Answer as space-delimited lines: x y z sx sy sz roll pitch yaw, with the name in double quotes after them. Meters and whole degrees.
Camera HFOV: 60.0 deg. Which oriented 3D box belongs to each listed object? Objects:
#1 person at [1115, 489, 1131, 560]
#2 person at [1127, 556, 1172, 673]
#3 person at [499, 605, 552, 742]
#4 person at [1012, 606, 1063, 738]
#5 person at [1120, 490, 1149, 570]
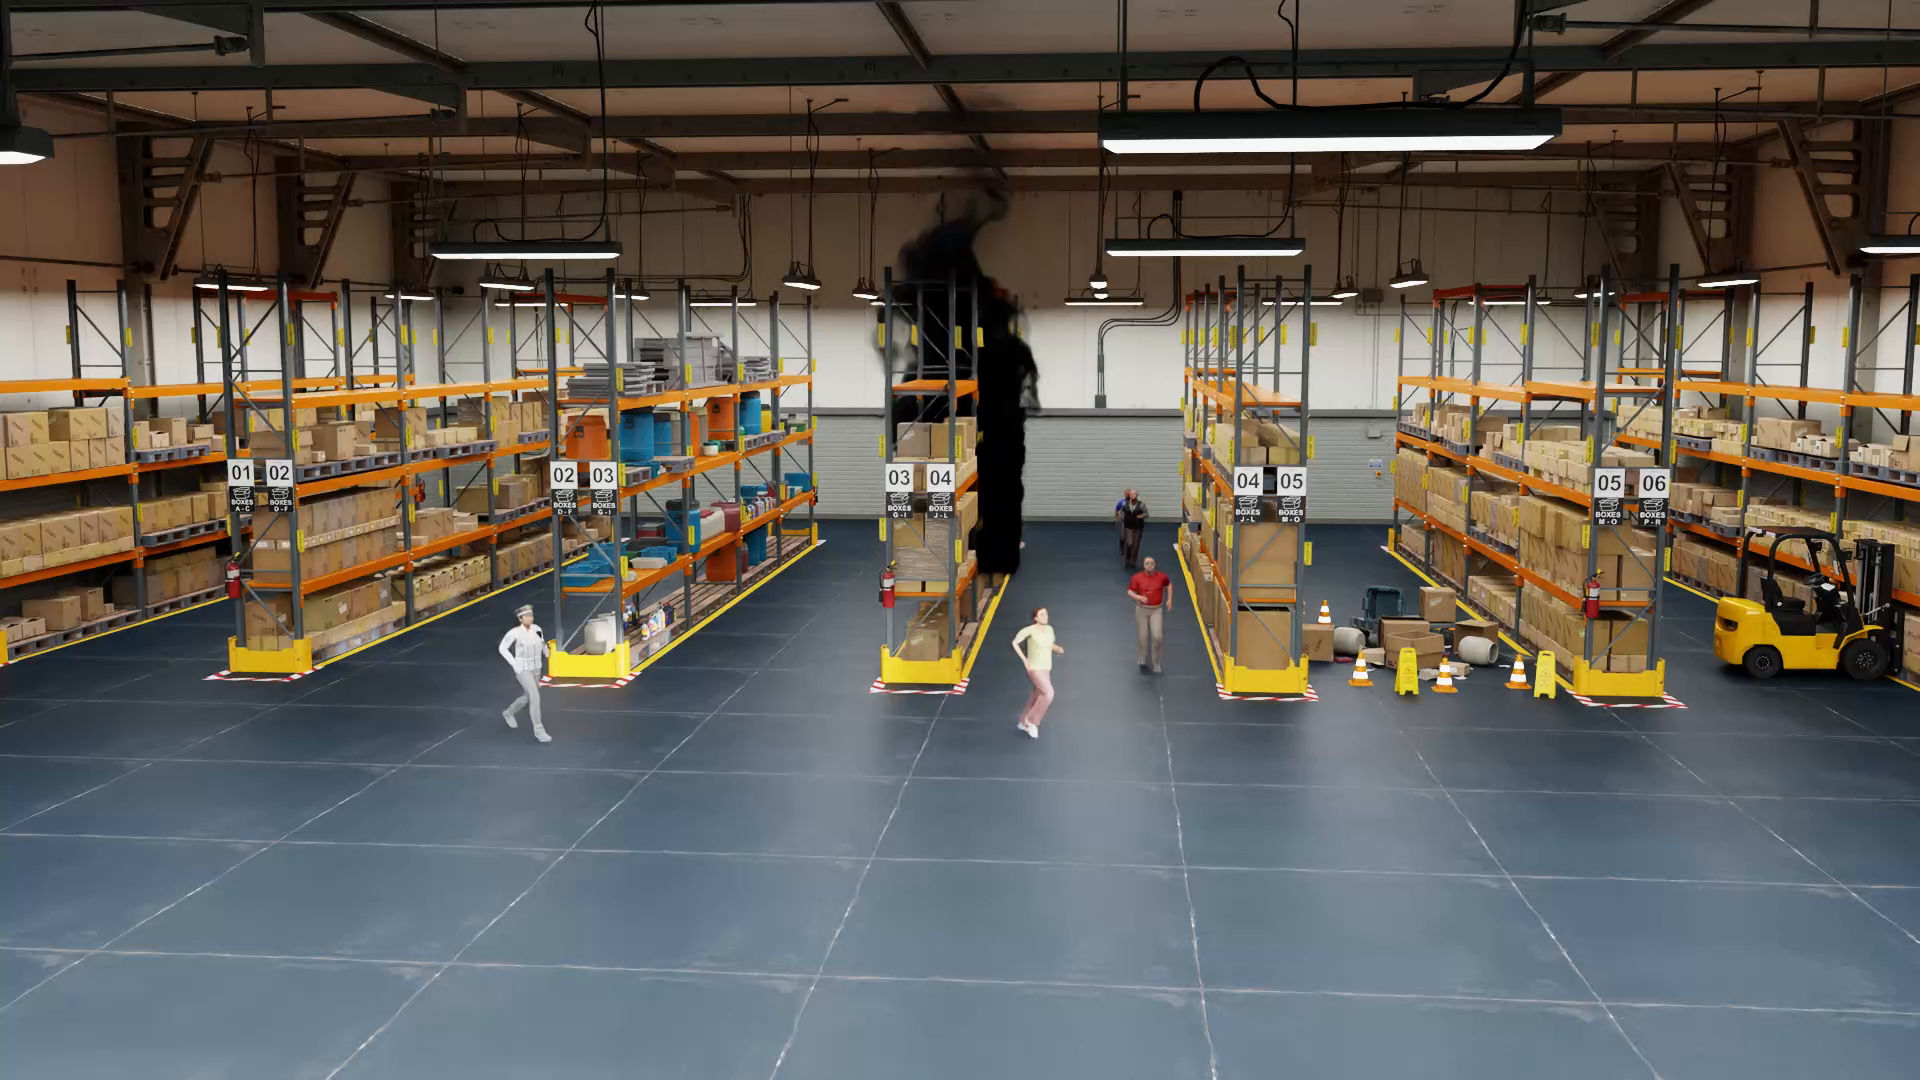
3.759 -0.338 37.486 0.569 1.616 0.545 1 7 8 "person"
2.857 1.142 25.030 0.685 1.816 0.765 0 7 3 "person"
-5.418 1.642 20.855 0.825 1.710 0.603 5 8 33 "person"
1.013 1.650 20.940 0.552 1.674 0.650 -7 10 -43 "person"
3.774 -0.205 36.033 0.627 1.765 0.739 1 7 7 "person"
